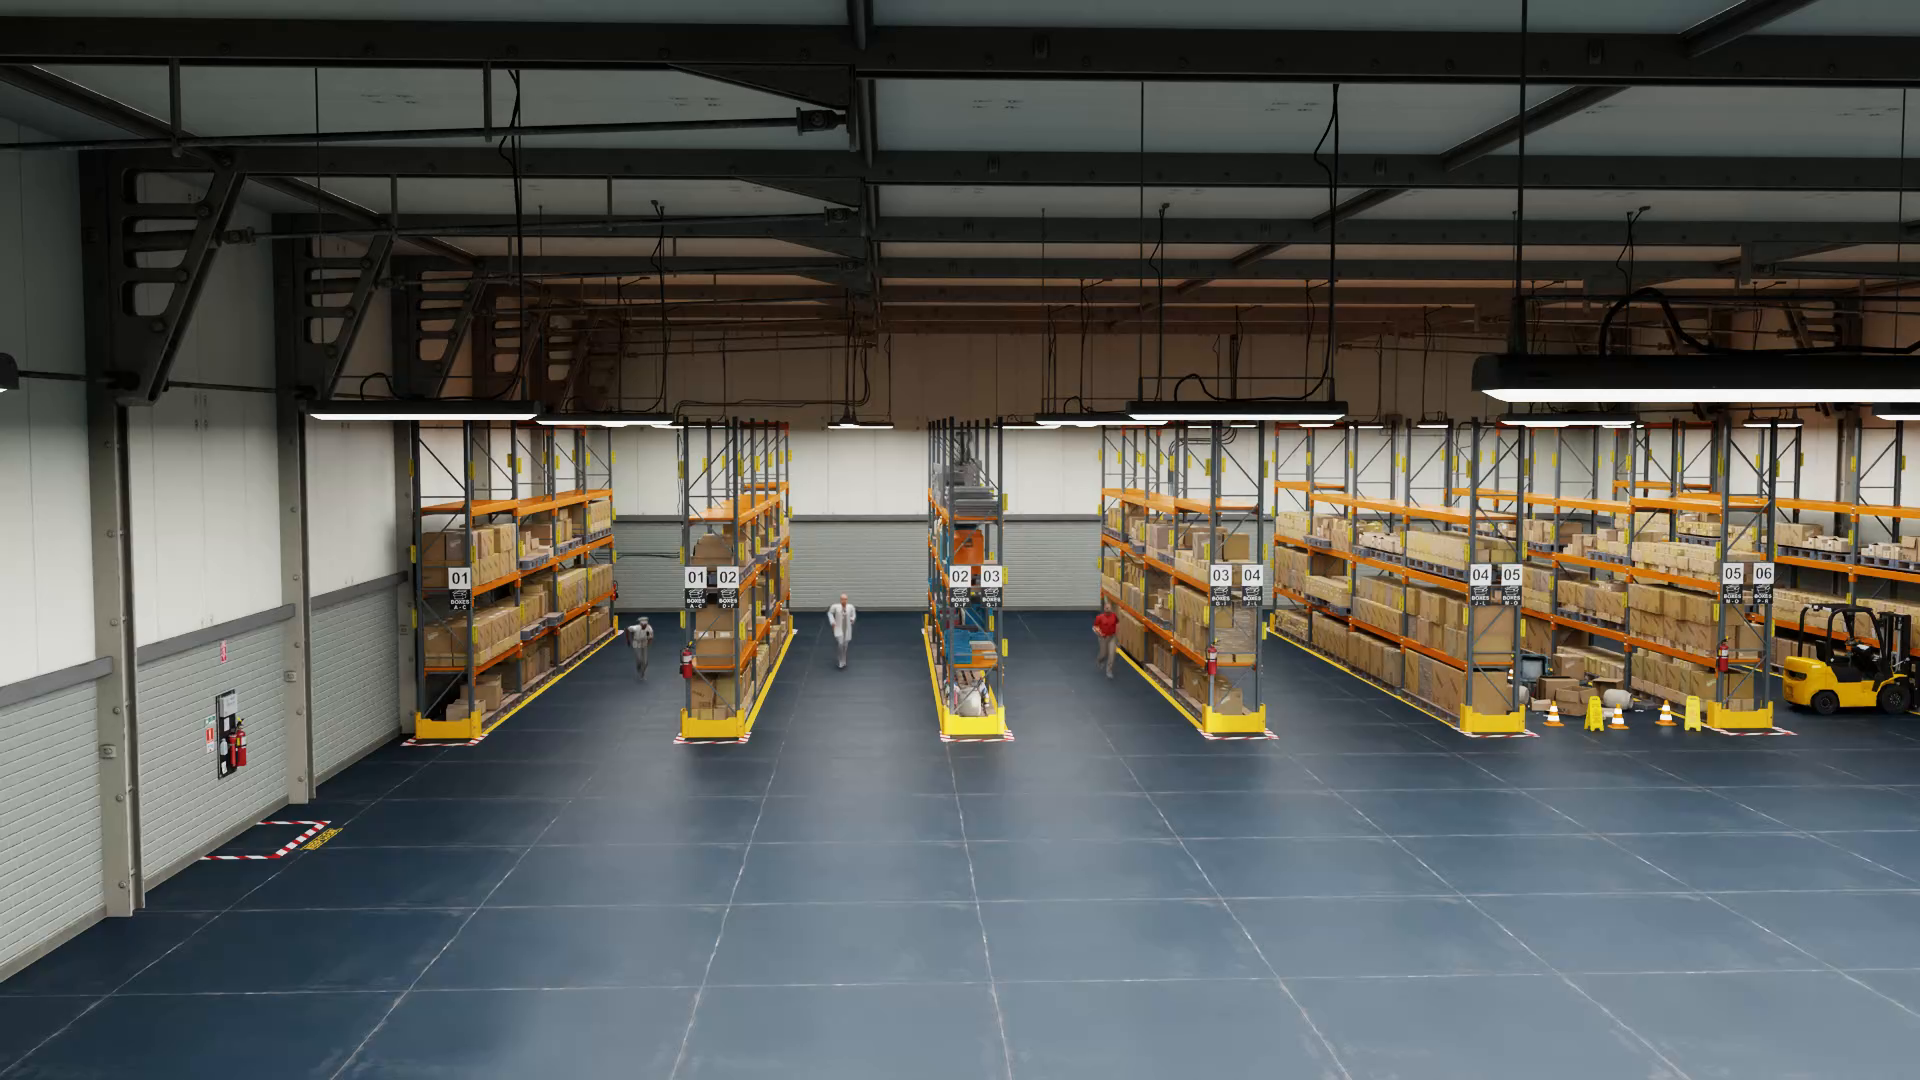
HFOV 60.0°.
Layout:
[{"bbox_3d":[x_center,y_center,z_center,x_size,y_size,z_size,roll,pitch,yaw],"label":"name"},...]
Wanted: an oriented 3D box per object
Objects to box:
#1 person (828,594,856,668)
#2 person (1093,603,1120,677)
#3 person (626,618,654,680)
[{"bbox_3d":[-2.847,2.181,40.441,0.636,1.737,0.936,-1,4,-20],"label":"person"},{"bbox_3d":[3.455,2.349,39.102,0.673,1.735,0.814,-1,4,-10],"label":"person"},{"bbox_3d":[-7.329,2.496,38.067,0.601,1.491,0.847,-2,4,-22],"label":"person"}]
